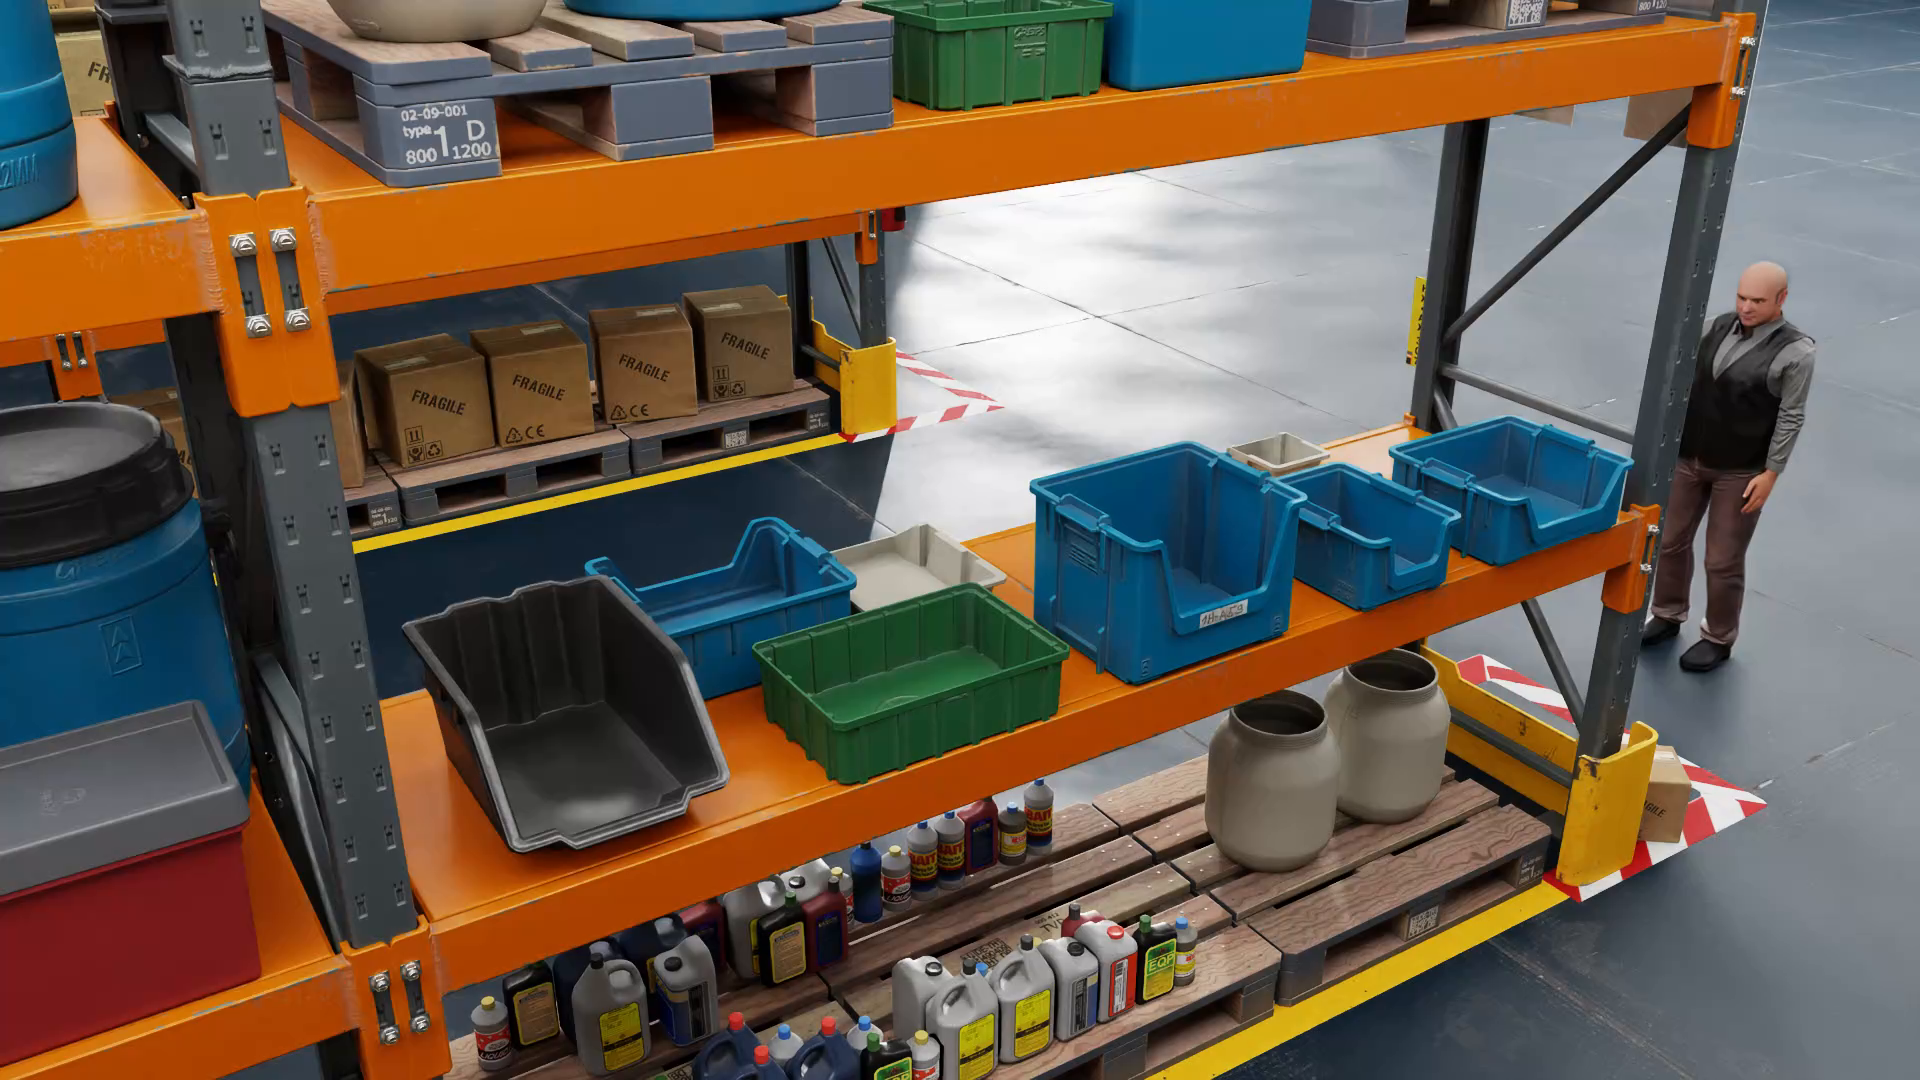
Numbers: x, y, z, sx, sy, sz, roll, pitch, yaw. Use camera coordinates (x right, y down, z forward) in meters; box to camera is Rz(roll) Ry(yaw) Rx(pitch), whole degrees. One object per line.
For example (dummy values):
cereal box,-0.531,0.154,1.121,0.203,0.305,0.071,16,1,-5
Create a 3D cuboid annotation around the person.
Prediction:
person,3.130,-0.302,6.802,0.355,1.714,0.534,-15,29,-29
